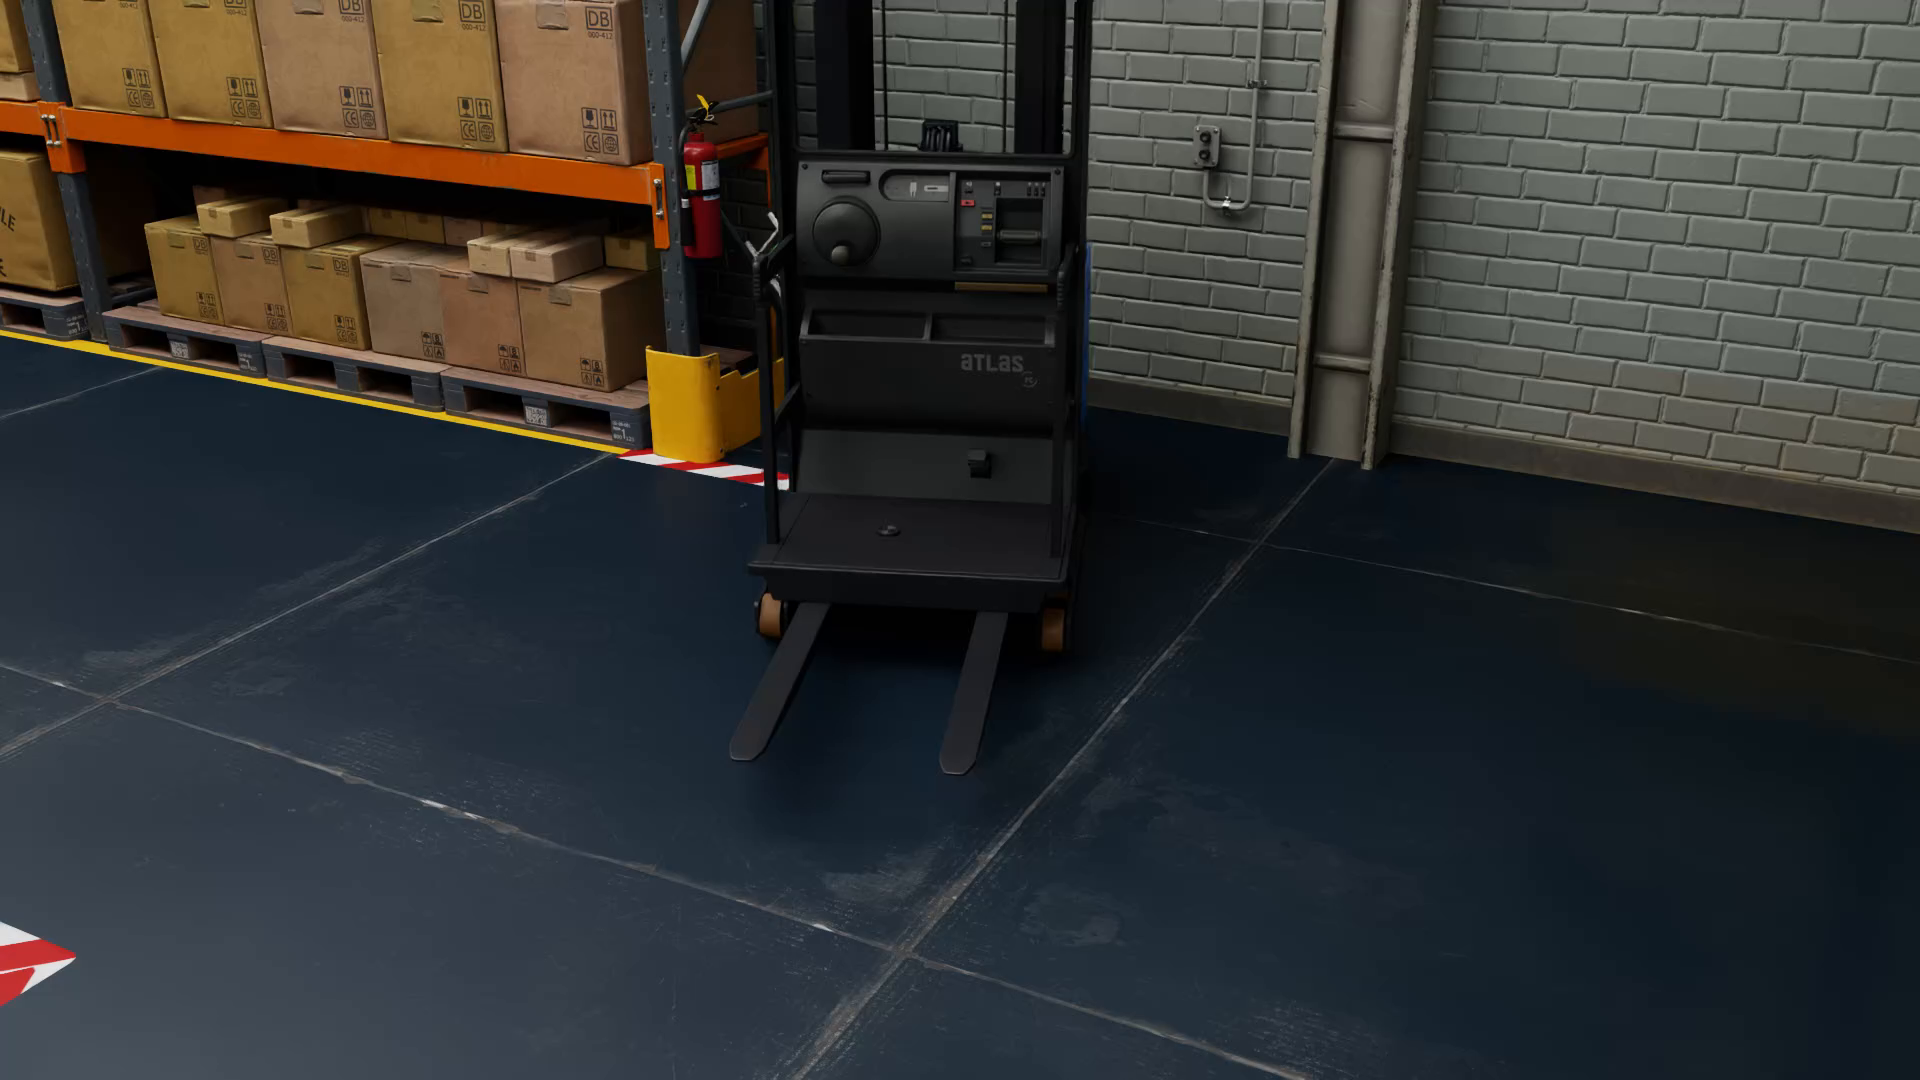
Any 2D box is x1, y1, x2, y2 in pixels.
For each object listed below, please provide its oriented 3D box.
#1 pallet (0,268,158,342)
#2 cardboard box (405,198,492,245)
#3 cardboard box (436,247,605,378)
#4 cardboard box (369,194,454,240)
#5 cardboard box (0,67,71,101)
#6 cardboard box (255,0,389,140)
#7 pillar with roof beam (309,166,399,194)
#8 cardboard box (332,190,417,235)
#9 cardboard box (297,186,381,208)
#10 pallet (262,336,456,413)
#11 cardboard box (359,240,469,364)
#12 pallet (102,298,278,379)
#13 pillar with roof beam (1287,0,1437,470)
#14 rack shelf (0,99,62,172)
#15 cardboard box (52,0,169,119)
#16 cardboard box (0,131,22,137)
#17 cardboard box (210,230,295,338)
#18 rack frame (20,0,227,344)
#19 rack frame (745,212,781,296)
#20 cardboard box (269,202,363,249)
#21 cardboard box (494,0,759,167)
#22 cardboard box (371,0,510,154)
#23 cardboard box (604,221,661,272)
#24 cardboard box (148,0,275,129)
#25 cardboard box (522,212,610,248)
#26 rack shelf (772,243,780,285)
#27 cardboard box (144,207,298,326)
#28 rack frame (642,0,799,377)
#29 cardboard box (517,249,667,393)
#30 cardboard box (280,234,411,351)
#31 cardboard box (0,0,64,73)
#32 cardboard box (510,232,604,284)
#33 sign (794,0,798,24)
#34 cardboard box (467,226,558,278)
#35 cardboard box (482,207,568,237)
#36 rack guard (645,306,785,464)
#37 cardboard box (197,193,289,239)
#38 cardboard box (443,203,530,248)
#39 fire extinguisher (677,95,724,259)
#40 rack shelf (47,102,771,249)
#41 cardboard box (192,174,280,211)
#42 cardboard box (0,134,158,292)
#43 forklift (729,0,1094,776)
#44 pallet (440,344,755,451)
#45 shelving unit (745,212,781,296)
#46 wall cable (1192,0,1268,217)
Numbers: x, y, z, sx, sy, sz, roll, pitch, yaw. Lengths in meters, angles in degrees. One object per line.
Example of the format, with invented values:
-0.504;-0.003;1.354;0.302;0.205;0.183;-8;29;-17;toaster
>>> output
-5.341;-1.490;9.983;1.213;0.211;1.003;11;25;25;pallet
-2.649;-1.658;8.644;0.250;0.149;0.380;11;26;25;cardboard box
-2.165;-1.177;8.341;0.500;0.500;0.700;11;25;24;cardboard box
-2.875;-1.703;8.750;0.250;0.149;0.380;11;25;24;cardboard box
-5.048;-2.517;9.132;0.250;0.149;0.380;11;26;25;cardboard box
-2.839;-2.444;8.280;0.700;0.700;0.980;10;25;22;cardboard box
-5.546;-4.099;4.889;0.400;9.000;9.100;11;25;25;pillar with roof beam
-3.106;-1.748;8.856;0.250;0.149;0.380;11;26;25;cardboard box
-3.331;-1.793;8.962;0.250;0.149;0.380;10;25;23;cardboard box
-2.882;-1.003;8.839;1.213;0.211;1.003;11;25;25;pallet
-2.614;-1.265;8.550;0.500;0.500;0.700;10;25;23;cardboard box
-3.975;-1.218;9.345;1.213;0.211;1.003;11;25;25;pallet
-0.191;-3.039;2.398;0.400;9.000;9.100;11;25;25;pillar with roof beam
-6.403;-2.685;10.150;4.000;0.370;1.077;11;25;25;rack shelf
-4.142;-2.700;8.882;0.700;0.700;0.980;12;26;25;cardboard box
-6.052;-2.092;10.047;0.750;0.750;0.750;12;26;26;cardboard box
-3.551;-1.448;8.980;0.500;0.500;0.700;11;25;24;cardboard box
-4.619;-2.663;9.179;0.127;3.000;1.000;11;25;25;rack frame
-0.605;-0.960;7.660;0.015;0.240;1.200;-26;79;-47;rack frame
-3.308;-1.620;8.556;0.250;0.149;0.380;10;25;23;cardboard box
-1.509;-2.181;7.663;0.700;0.700;0.980;12;26;27;cardboard box
-2.163;-2.306;7.956;0.700;0.700;0.980;11;25;24;cardboard box
-1.517;-1.435;8.119;0.250;0.149;0.380;11;26;25;cardboard box
-3.493;-2.569;8.574;0.700;0.700;0.980;11;25;23;cardboard box
-1.969;-1.524;8.329;0.250;0.149;0.380;11;26;25;cardboard box
-0.687;-1.375;7.892;0.480;0.258;0.148;-26;79;-47;rack shelf
-3.997;-1.538;9.191;0.500;0.500;0.700;12;26;25;cardboard box
-1.049;-1.957;7.518;0.127;3.000;1.000;11;25;25;rack frame
-1.719;-1.088;8.134;0.500;0.500;0.700;11;25;25;cardboard box
-3.094;-1.357;8.765;0.500;0.500;0.700;12;26;26;cardboard box
-5.144;-2.849;9.082;0.500;0.500;0.500;11;25;24;cardboard box
-1.916;-1.346;7.910;0.250;0.149;0.380;11;25;24;cardboard box
-0.793;-2.584;7.787;0.005;0.325;0.100;11;25;25;sign
-2.144;-1.391;8.016;0.250;0.149;0.380;12;26;26;cardboard box
-2.192;-1.568;8.433;0.250;0.149;0.380;11;26;25;cardboard box
-1.027;-0.802;7.997;0.348;0.500;1.175;11;25;25;rack guard
-3.774;-1.712;8.772;0.250;0.149;0.380;12;26;26;cardboard box
-2.420;-1.613;8.538;0.250;0.149;0.380;12;26;25;cardboard box
-1.122;-1.562;7.165;0.183;0.674;0.296;11;25;25;fire extinguisher
-2.834;-1.979;8.489;4.000;0.370;1.077;11;25;25;rack shelf
-4.037;-1.932;9.288;0.250;0.149;0.380;11;25;24;cardboard box
-5.257;-1.936;9.681;0.750;0.750;0.750;12;26;25;cardboard box
-0.130;-1.093;5.574;1.130;2.935;3.031;3;23;7;forklift
-1.798;-0.787;8.332;1.213;0.211;1.003;11;25;25;pallet
-0.455;-1.033;7.838;0.503;0.258;1.200;-26;79;-47;shelving unit
0.521;-2.528;7.565;1.851;1.984;0.084;11;25;25;wall cable
